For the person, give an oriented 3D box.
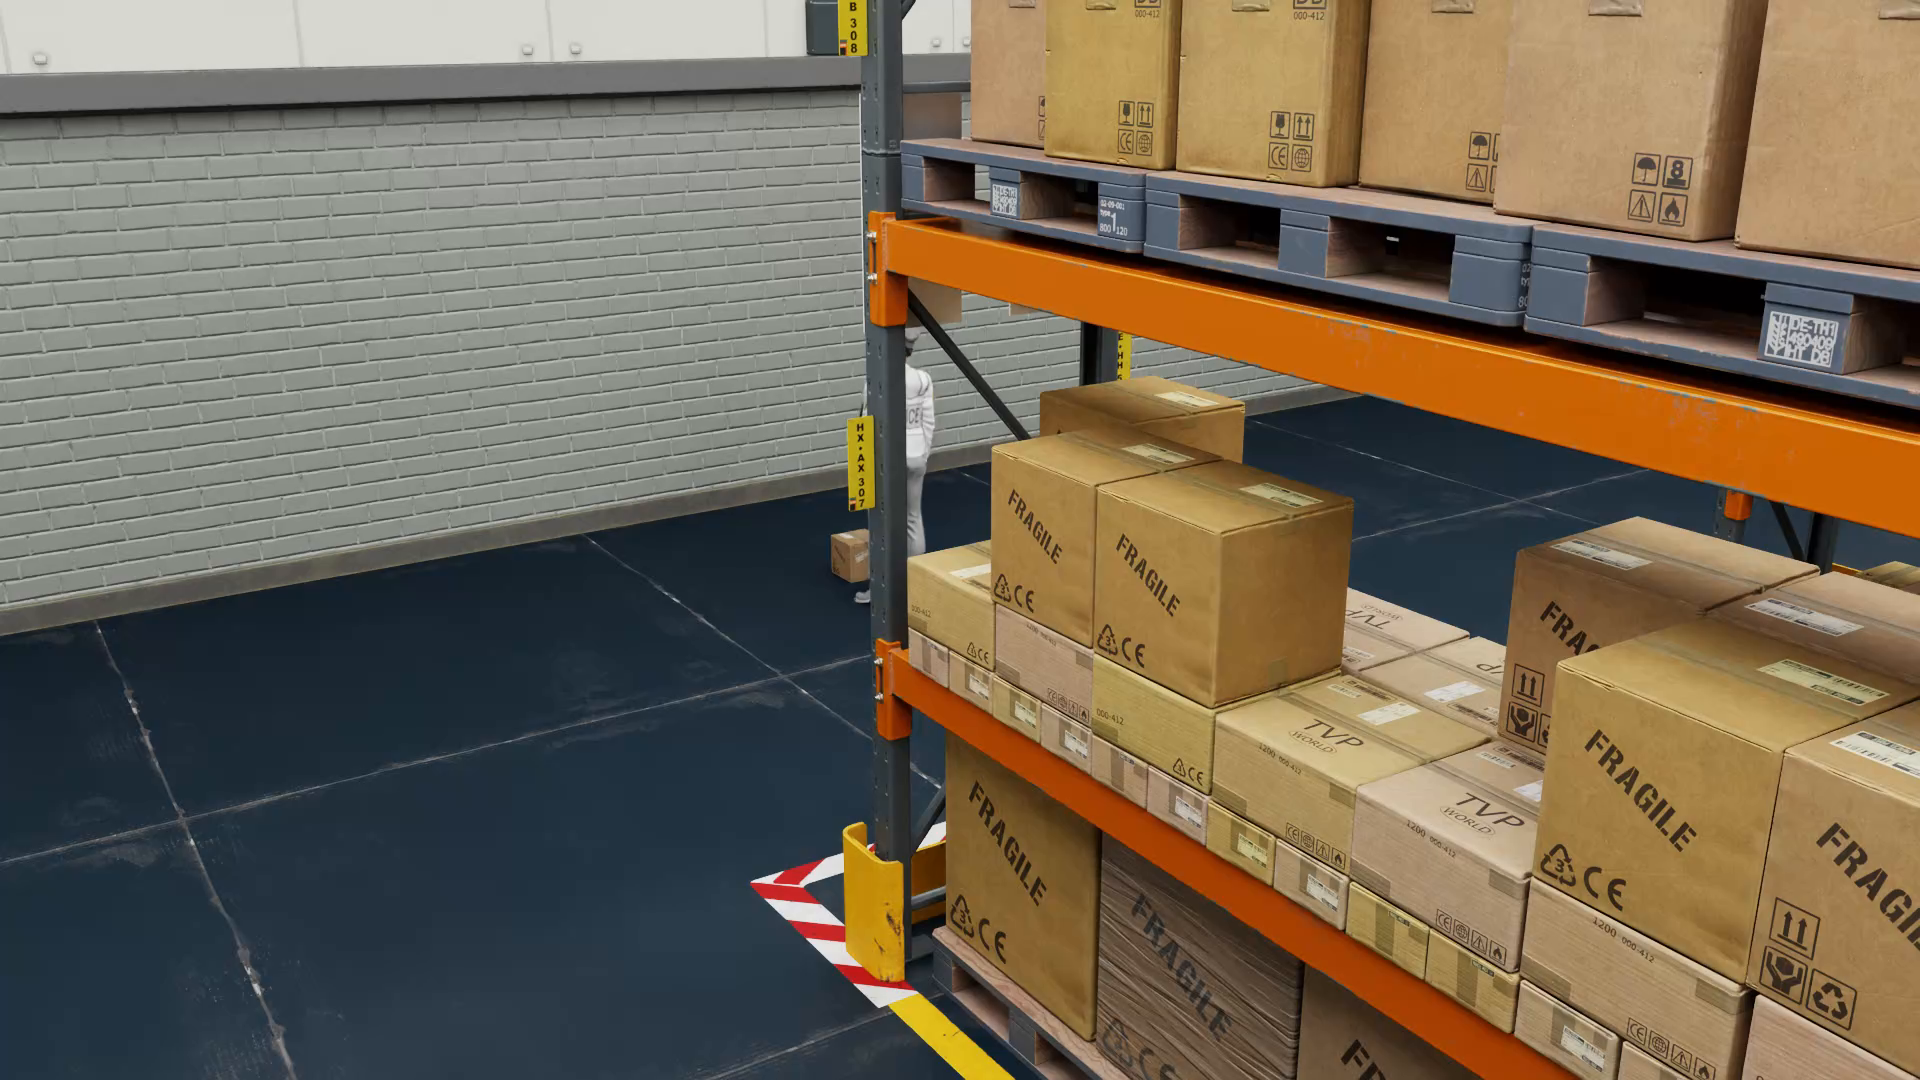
[{"bbox_3d":[-0.394,-0.448,9.920,0.502,1.693,0.332,-11,21,-30],"label":"person"}]
